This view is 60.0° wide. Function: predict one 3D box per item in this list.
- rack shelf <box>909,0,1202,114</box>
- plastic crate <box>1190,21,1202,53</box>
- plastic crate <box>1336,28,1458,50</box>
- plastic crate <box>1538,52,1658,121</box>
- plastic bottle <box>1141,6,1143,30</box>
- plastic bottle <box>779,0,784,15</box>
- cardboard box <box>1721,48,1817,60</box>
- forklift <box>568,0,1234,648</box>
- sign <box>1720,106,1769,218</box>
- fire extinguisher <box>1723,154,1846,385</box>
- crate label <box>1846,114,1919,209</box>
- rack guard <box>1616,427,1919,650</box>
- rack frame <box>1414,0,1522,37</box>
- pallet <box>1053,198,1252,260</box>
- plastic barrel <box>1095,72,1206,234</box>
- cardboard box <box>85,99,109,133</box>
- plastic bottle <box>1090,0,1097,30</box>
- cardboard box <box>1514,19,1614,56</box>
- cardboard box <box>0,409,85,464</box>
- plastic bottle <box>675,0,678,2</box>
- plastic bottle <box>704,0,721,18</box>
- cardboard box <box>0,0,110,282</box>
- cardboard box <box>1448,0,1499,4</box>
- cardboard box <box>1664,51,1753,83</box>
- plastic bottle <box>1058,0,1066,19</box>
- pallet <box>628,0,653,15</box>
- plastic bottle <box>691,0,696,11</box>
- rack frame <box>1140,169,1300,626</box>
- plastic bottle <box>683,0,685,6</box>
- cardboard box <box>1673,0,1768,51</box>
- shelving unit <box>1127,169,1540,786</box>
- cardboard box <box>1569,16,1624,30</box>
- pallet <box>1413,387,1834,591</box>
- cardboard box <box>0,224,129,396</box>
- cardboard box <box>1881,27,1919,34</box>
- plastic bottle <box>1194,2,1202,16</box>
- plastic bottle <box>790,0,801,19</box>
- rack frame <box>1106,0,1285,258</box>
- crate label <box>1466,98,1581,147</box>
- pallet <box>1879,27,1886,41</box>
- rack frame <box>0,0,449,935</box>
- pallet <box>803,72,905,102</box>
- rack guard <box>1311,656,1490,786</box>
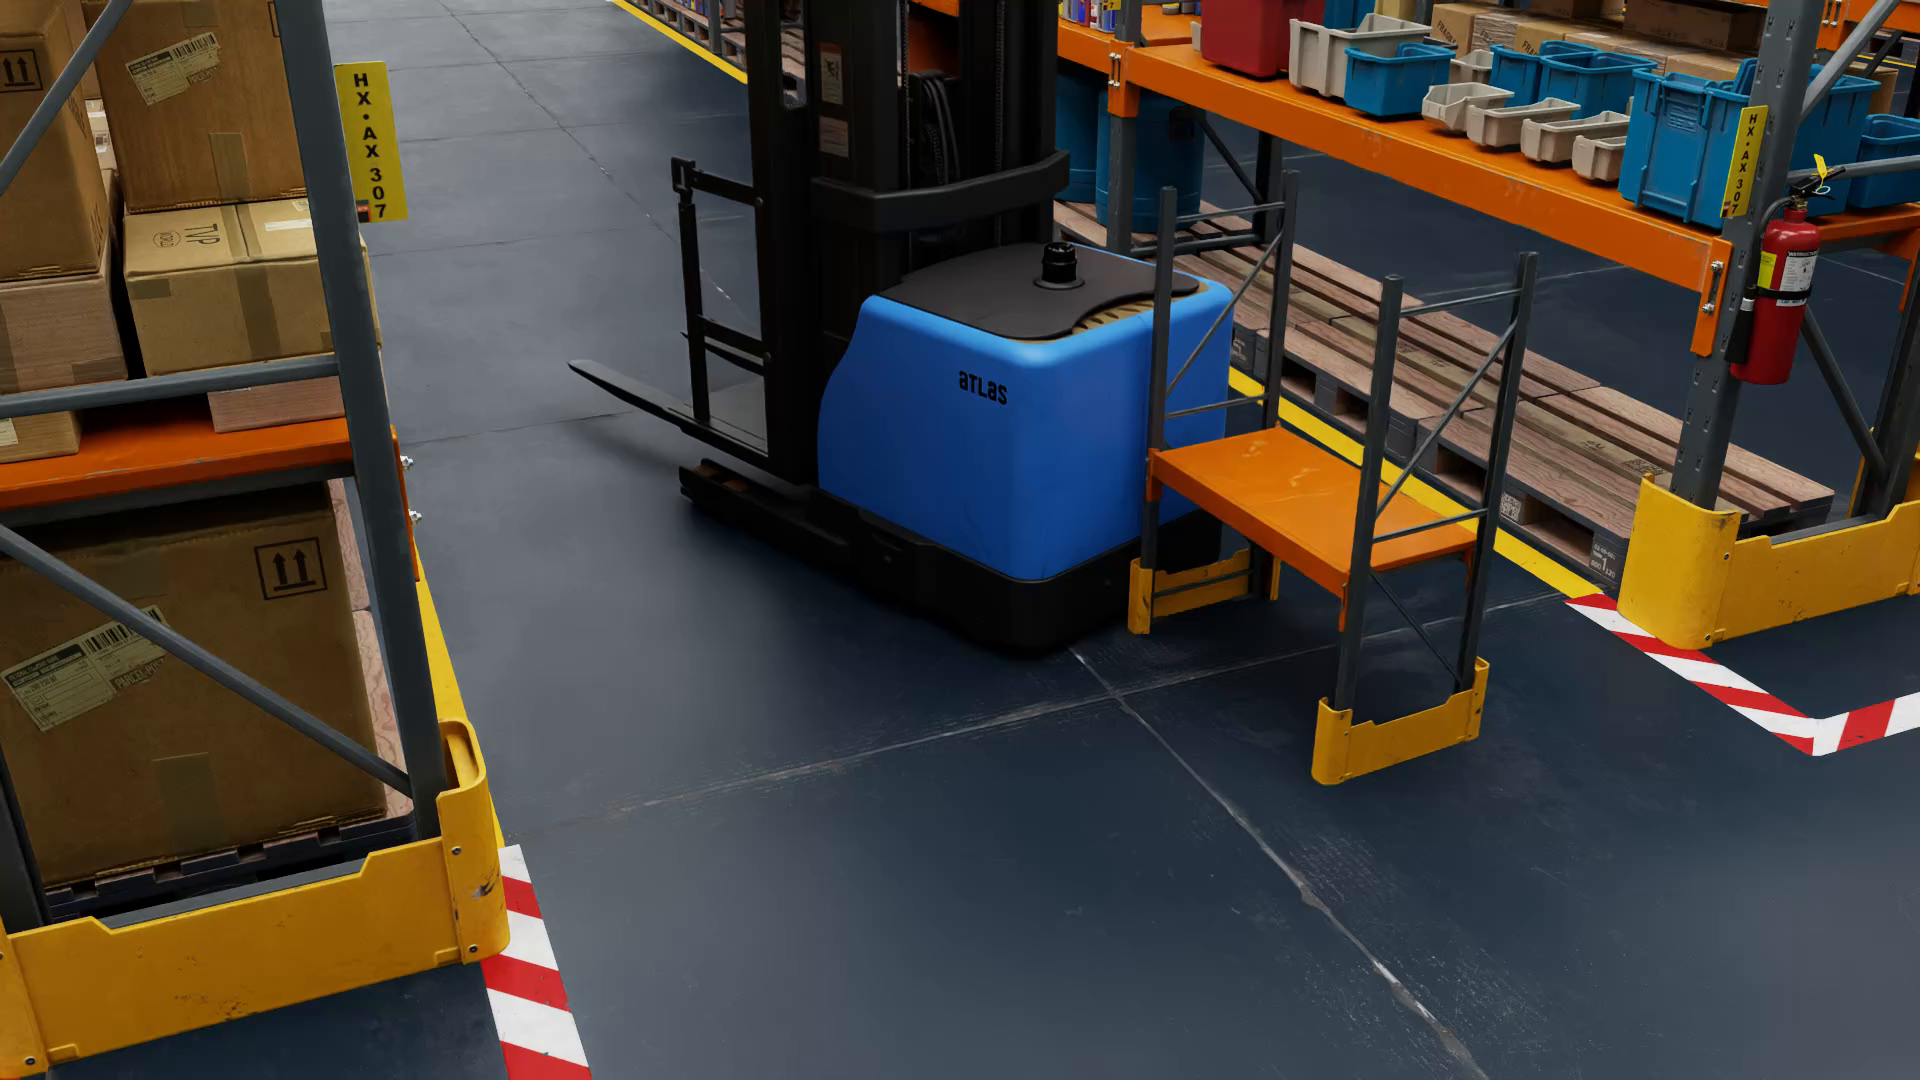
[{"bbox_3d":[0.482,-3.250,10.307,1.077,0.370,4.000,-11,28,-21],"label":"rack shelf"},{"bbox_3d":[1.316,-2.462,8.105,0.396,0.136,0.243,-11,28,-21],"label":"plastic crate"},{"bbox_3d":[1.951,-2.263,7.712,0.437,0.125,0.590,-11,28,-21],"label":"plastic crate"},{"bbox_3d":[2.522,-1.790,6.620,0.416,0.233,0.300,-11,28,-21],"label":"plastic crate"},{"bbox_3d":[0.921,-2.809,8.810,0.097,0.201,0.097,0,26,0],"label":"plastic bottle"},{"bbox_3d":[-1.741,-5.299,16.287,0.152,0.276,0.135,-10,28,-19],"label":"plastic bottle"},{"bbox_3d":[5.640,-3.140,11.610,0.500,0.500,0.500,-10,28,-20],"label":"cardboard box"},{"bbox_3d":[-0.448,-1.522,6.027,1.130,2.935,3.031,-23,34,-38],"label":"forklift"},{"bbox_3d":[2.332,-1.123,4.945,0.100,0.325,0.005,-11,28,-21],"label":"sign"},{"bbox_3d":[2.473,-0.809,5.002,0.296,0.674,0.183,-11,28,-21],"label":"fire extinguisher"},{"bbox_3d":[3.038,-1.259,5.532,0.416,0.233,0.303,-11,28,-21],"label":"crate label"},{"bbox_3d":[2.853,-0.020,5.721,1.175,0.500,0.348,-11,28,-21],"label":"rack guard"},{"bbox_3d":[4.258,-5.230,13.543,1.000,3.000,0.127,-11,28,-21],"label":"rack frame"},{"bbox_3d":[1.001,-1.831,9.760,1.003,0.211,1.213,-11,28,-21],"label":"pallet"},{"bbox_3d":[1.068,-2.234,9.319,0.600,0.901,0.708,-11,28,-21],"label":"plastic barrel"},{"bbox_3d":[-2.765,-1.136,4.990,0.500,0.250,0.500,-11,28,-21],"label":"cardboard box"},{"bbox_3d":[0.743,-2.822,8.837,0.097,0.201,0.097,0,26,0],"label":"plastic bottle"},{"bbox_3d":[4.575,-3.658,12.670,0.500,0.500,0.500,-11,28,-21],"label":"cardboard box"},{"bbox_3d":[-2.168,-0.274,3.679,0.380,0.149,0.250,-10,28,-20],"label":"cardboard box"},{"bbox_3d":[-2.877,-5.658,17.027,0.097,0.271,0.097,0,26,0],"label":"plastic bottle"},{"bbox_3d":[-2.385,-5.213,16.026,0.144,0.351,0.185,-11,28,-22],"label":"plastic bottle"},{"bbox_3d":[-2.158,-0.855,3.558,0.500,0.500,0.500,-10,28,-20],"label":"cardboard box"},{"bbox_3d":[4.323,-4.697,14.467,0.500,0.311,0.500,-10,28,-19],"label":"cardboard box"},{"bbox_3d":[5.182,-3.041,11.406,0.500,0.500,0.500,-10,28,-20],"label":"cardboard box"},{"bbox_3d":[0.604,-3.058,9.151,0.144,0.351,0.185,-11,28,-21],"label":"plastic bottle"},{"bbox_3d":[-3.048,-6.005,18.309,1.003,0.211,1.213,-11,28,-21],"label":"pallet"},{"bbox_3d":[-2.587,-5.421,16.452,0.144,0.351,0.185,-11,28,-21],"label":"plastic bottle"},{"bbox_3d":[0.831,-0.431,5.424,0.500,1.500,0.032,-13,29,-24],"label":"rack frame"},{"bbox_3d":[-2.758,-5.536,16.777,0.097,0.271,0.097,0,26,0],"label":"plastic bottle"},{"bbox_3d":[5.468,-3.667,11.835,0.500,0.250,0.500,-11,28,-20],"label":"cardboard box"},{"bbox_3d":[1.068,-0.229,5.011,0.587,1.500,1.083,-13,29,-24],"label":"shelving unit"},{"bbox_3d":[5.043,-3.758,12.876,0.500,0.500,0.500,-12,28,-22],"label":"cardboard box"},{"bbox_3d":[2.544,-0.237,6.495,1.003,0.211,1.213,-11,28,-21],"label":"pallet"},{"bbox_3d":[-2.160,-0.516,3.720,0.500,0.250,0.500,-11,28,-21],"label":"cardboard box"},{"bbox_3d":[8.982,-4.986,15.014,0.750,0.750,0.750,-11,28,-21],"label":"cardboard box"},{"bbox_3d":[1.362,-3.066,9.257,0.097,0.271,0.097,0,26,0],"label":"plastic bottle"},{"bbox_3d":[-1.589,-5.171,16.030,0.097,0.271,0.097,0,26,0],"label":"plastic bottle"},{"bbox_3d":[1.265,-2.766,8.495,1.000,3.000,0.127,-11,28,-21],"label":"rack frame"},{"bbox_3d":[2.114,-1.585,6.310,0.396,0.136,0.243,-11,28,-21],"label":"crate label"},{"bbox_3d":[8.510,-5.145,16.548,1.003,0.211,1.213,-11,28,-21],"label":"pallet"},{"bbox_3d":[-1.726,-0.300,3.445,1.000,3.000,0.127,-11,28,-21],"label":"rack frame"},{"bbox_3d":[-0.569,-3.447,13.069,1.003,0.211,1.213,-11,28,-21],"label":"pallet"},{"bbox_3d":[1.296,0.526,4.887,0.587,0.250,0.087,-13,29,-24],"label":"rack guard"}]
